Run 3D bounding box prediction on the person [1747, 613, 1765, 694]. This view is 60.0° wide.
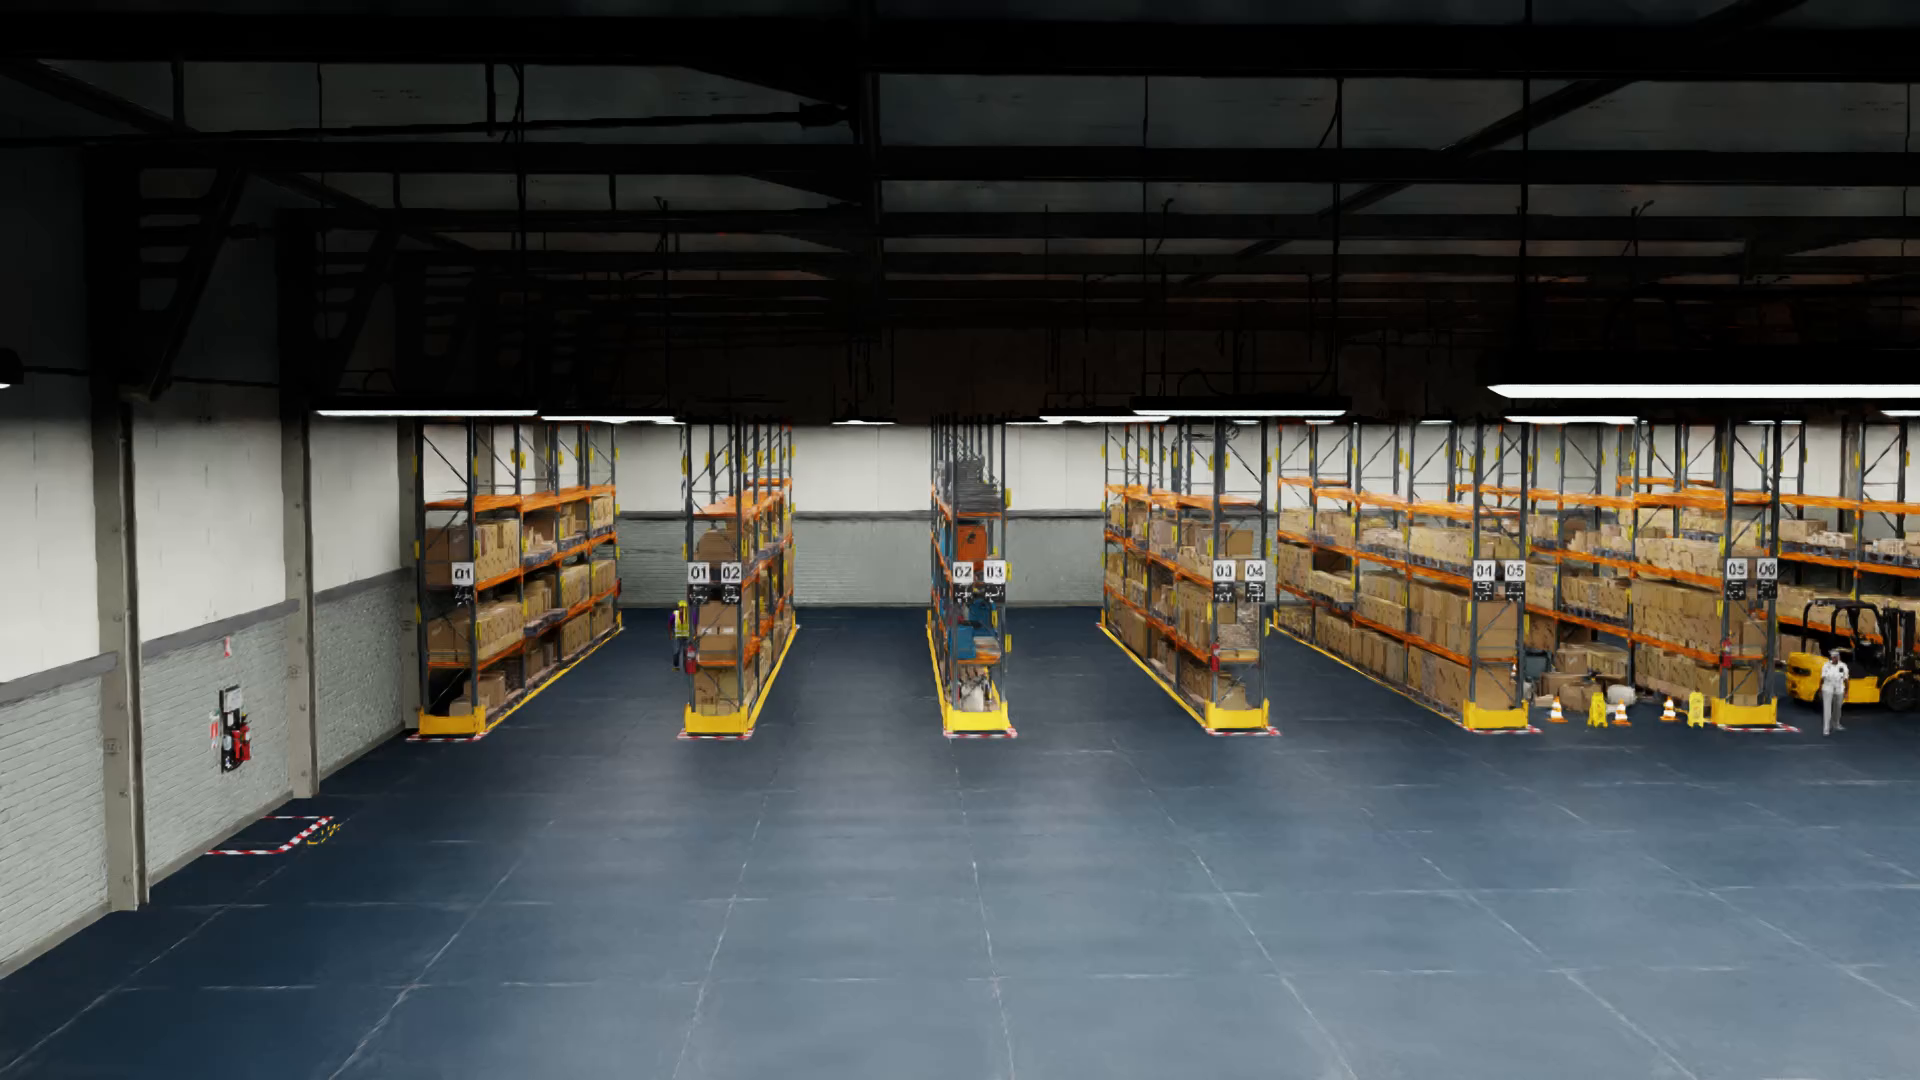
[{"bbox_3d":[17.005,2.414,35.744,0.568,1.723,0.653,2,4,29],"label":"person"}]

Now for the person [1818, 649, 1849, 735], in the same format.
[{"bbox_3d":[16.301,2.804,31.006,0.502,1.613,0.943,1,4,19],"label":"person"}]

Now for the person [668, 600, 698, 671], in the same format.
[{"bbox_3d":[-6.460,2.235,38.767,0.715,1.715,0.572,0,4,-4],"label":"person"}]
